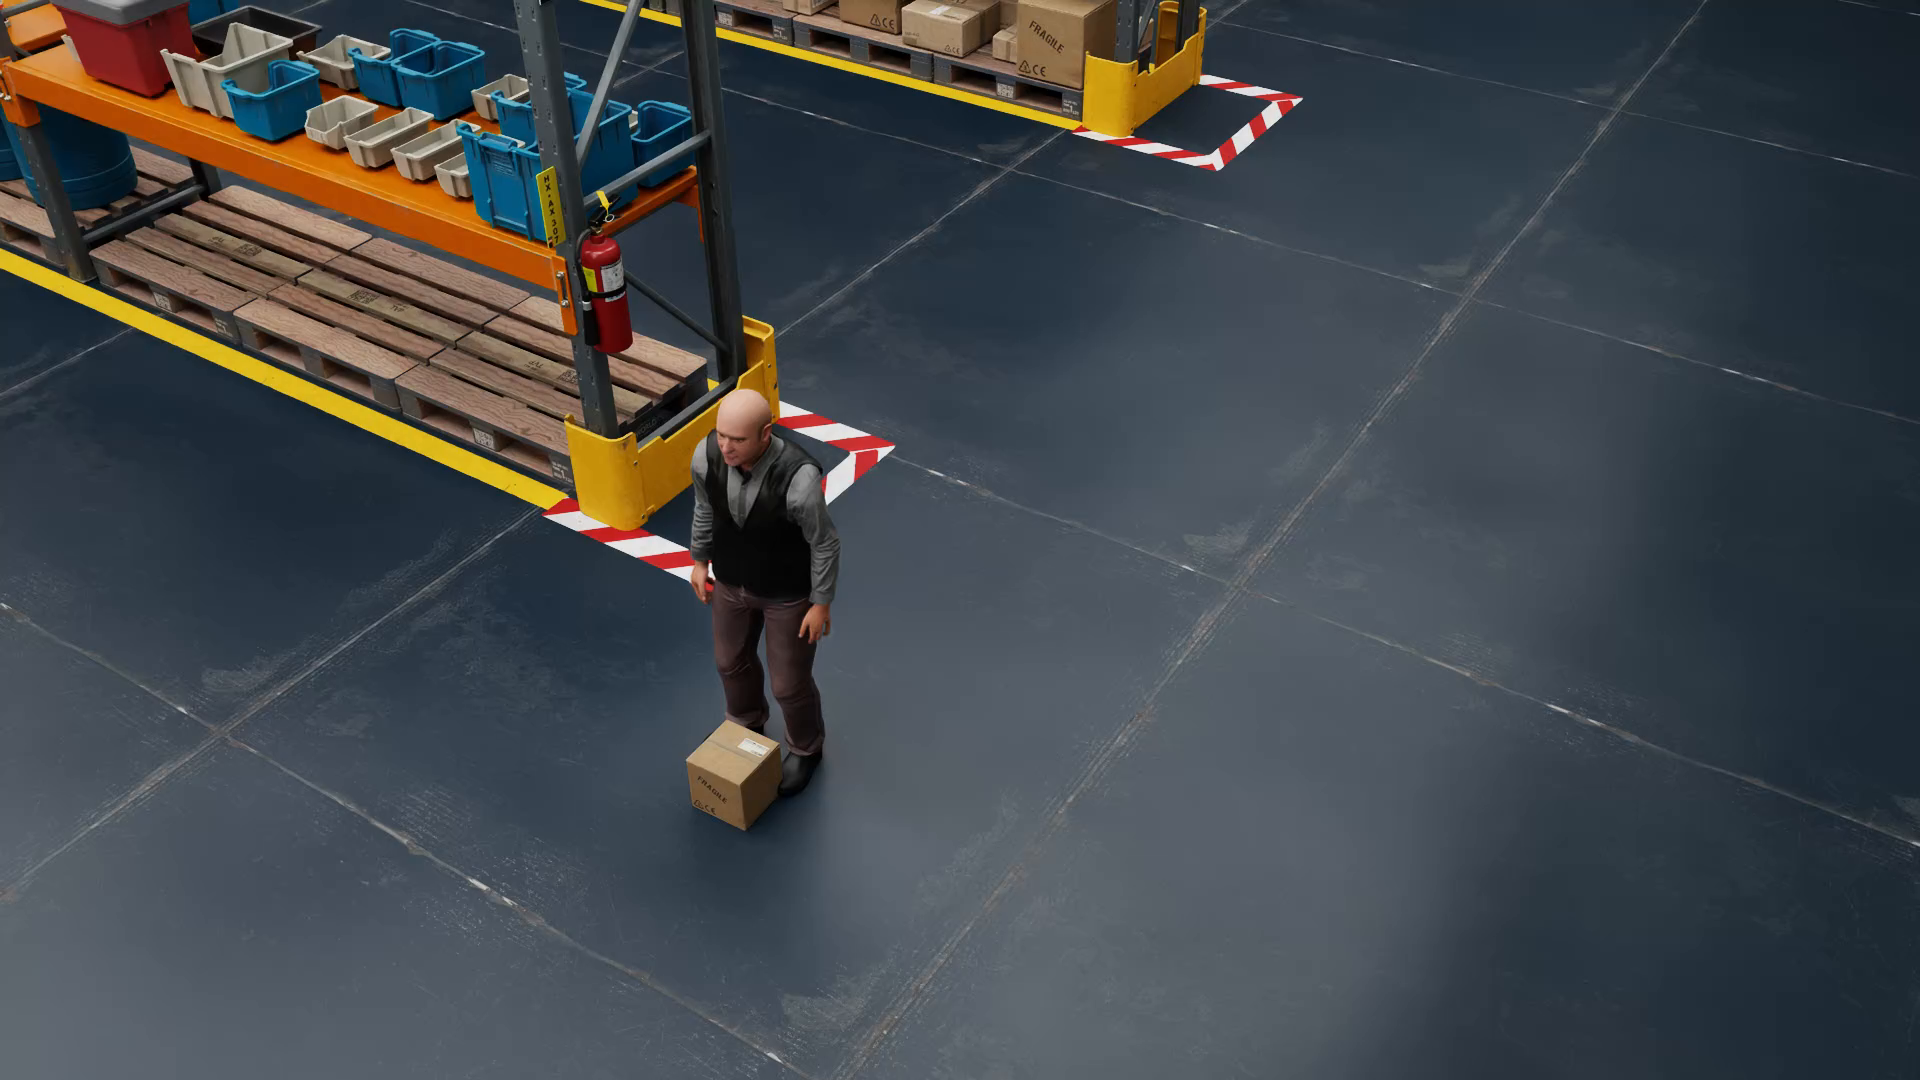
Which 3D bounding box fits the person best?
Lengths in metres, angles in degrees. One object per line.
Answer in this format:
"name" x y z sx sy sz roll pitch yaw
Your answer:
"person" -0.690 0.156 5.972 0.594 1.722 0.414 19 42 23
